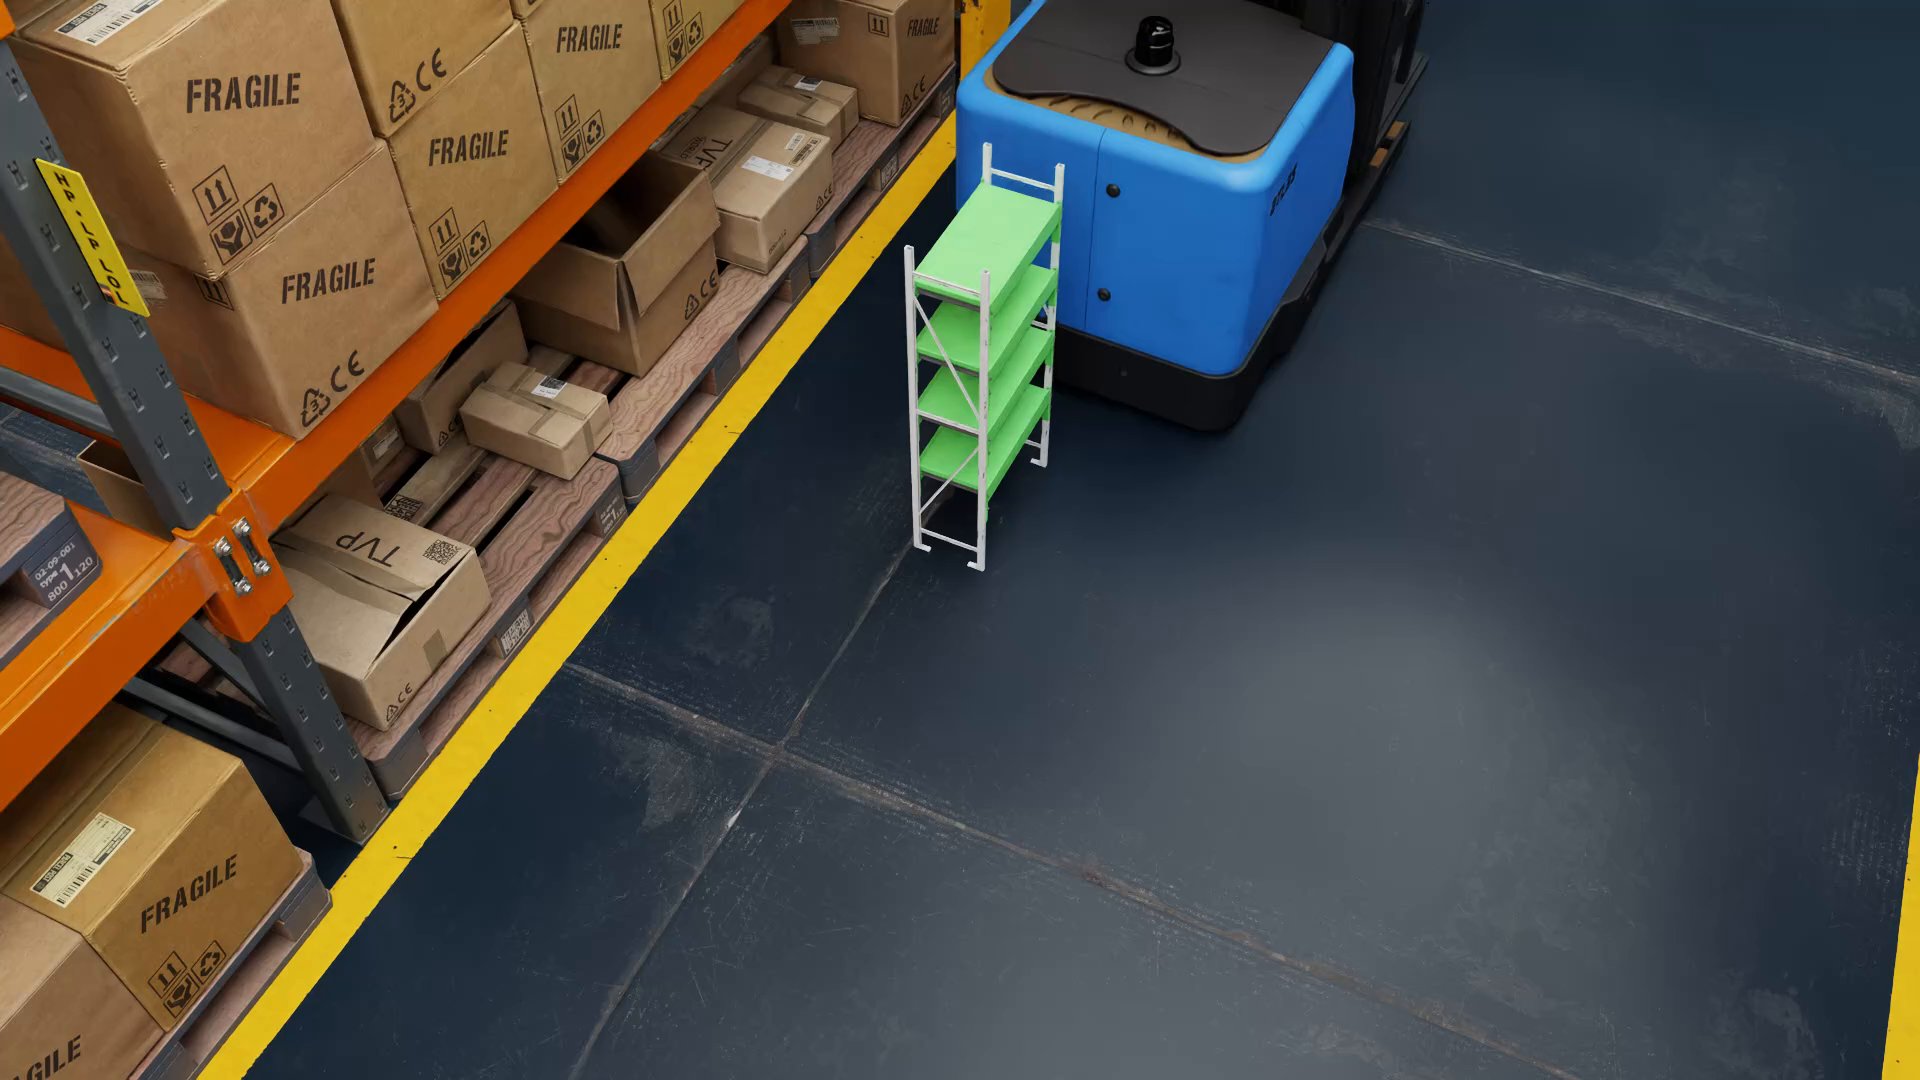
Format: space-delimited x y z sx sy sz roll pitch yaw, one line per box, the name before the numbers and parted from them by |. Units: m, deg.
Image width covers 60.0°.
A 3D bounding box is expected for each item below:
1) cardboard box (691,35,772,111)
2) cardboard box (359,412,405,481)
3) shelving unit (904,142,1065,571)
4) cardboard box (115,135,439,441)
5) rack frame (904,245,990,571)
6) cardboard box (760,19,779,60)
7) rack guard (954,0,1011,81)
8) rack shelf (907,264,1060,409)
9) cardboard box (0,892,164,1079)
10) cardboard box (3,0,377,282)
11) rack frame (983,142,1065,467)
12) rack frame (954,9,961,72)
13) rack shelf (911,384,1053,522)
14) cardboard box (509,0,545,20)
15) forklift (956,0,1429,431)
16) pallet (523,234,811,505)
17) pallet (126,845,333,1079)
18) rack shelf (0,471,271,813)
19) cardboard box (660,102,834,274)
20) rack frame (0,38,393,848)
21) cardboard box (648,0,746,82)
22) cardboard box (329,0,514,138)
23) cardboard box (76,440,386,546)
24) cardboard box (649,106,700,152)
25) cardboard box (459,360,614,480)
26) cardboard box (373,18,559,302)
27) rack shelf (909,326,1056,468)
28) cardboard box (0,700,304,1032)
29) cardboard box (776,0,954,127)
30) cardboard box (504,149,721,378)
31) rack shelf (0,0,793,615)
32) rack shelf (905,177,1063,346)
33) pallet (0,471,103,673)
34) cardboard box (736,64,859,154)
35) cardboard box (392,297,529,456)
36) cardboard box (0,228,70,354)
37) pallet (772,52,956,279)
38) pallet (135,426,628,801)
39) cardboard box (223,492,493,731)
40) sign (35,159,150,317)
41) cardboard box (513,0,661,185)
cardboard box | -1.045 -1.718 6.259 0.500 0.250 0.500 20 52 16
cardboard box | -1.959 -0.319 5.135 0.380 0.149 0.250 20 52 16
shelving unit | 0.071 -0.503 4.890 0.258 1.200 0.503 20 52 16
cardboard box | -1.588 -0.633 3.753 0.500 0.500 0.500 21 53 17
rack frame | -0.034 -0.335 4.747 0.240 1.200 0.015 20 52 16
cardboard box | -0.939 -1.968 6.527 0.380 0.166 0.250 20 52 16
rack guard | -0.375 -2.230 6.820 1.175 0.500 0.348 20 52 16
rack shelf | 0.071 -0.617 4.756 0.258 0.148 0.480 20 52 16
cardboard box | -2.222 1.100 3.697 0.500 0.500 0.500 20 52 16
cardboard box | -1.596 -0.928 3.348 0.500 0.500 0.500 21 53 17
rack frame | 0.175 -0.671 5.033 0.240 1.200 0.015 20 52 16
rack frame | -0.343 -3.093 5.912 1.000 3.000 0.127 20 52 16
rack shelf | 0.071 -0.306 5.121 0.258 0.148 0.480 20 52 16
cardboard box | -1.156 -1.637 3.951 0.500 0.500 0.500 18 52 15
forklift | 1.099 -2.440 5.401 1.130 2.935 3.031 22 53 17
pallet | -1.238 -0.750 5.750 1.003 0.211 1.213 20 52 16
pallet | -2.365 1.138 4.143 1.003 0.211 1.213 20 52 16
rack shelf | -2.906 1.272 2.670 1.077 0.370 4.000 20 52 16
cardboard box | -0.785 -1.245 5.857 0.500 0.250 0.500 20 52 16
rack frame | -2.052 -0.338 3.568 1.000 3.000 0.127 20 52 16
cardboard box | -0.940 -1.681 4.645 0.500 0.500 0.500 19 52 16
cardboard box | -1.376 -1.283 3.650 0.500 0.500 0.500 18 52 15
cardboard box | -2.065 -0.155 4.765 0.500 0.500 0.500 20 52 16
cardboard box | -1.259 -1.373 5.966 0.500 0.250 0.500 20 52 16
cardboard box | -1.316 -0.380 5.175 0.380 0.166 0.250 20 52 16
cardboard box | -1.372 -0.987 4.054 0.500 0.500 0.500 21 53 17
rack shelf | 0.071 -0.461 4.939 0.258 0.148 0.480 20 52 16
cardboard box | -2.003 0.762 3.984 0.500 0.500 0.500 20 52 16
cardboard box | -0.352 -1.971 6.310 0.500 0.500 0.500 20 52 16
cardboard box | -1.254 -0.967 5.454 0.797 0.503 0.637 20 52 16
rack shelf | -1.197 -1.482 5.014 1.077 0.370 4.000 20 52 16
rack shelf | 0.071 -0.772 4.573 0.258 0.148 0.480 20 52 16
pallet | -2.492 0.239 3.203 1.003 0.211 1.213 20 52 16
cardboard box | -0.607 -1.613 6.224 0.380 0.166 0.250 20 52 16
cardboard box | -1.744 -0.611 5.277 0.500 0.311 0.500 20 52 16
cardboard box | -2.070 -0.798 3.894 0.500 0.500 0.500 21 53 17
pallet | -0.715 -1.587 6.462 1.003 0.211 1.213 20 52 16
pallet | -1.757 0.093 5.033 1.003 0.211 1.213 20 52 16
cardboard box | -1.677 0.172 4.611 0.500 0.311 0.500 20 52 16
sign | -1.548 -0.535 2.976 0.100 0.325 0.005 20 52 16
cardboard box | -1.156 -1.330 4.347 0.500 0.500 0.500 20 52 16
